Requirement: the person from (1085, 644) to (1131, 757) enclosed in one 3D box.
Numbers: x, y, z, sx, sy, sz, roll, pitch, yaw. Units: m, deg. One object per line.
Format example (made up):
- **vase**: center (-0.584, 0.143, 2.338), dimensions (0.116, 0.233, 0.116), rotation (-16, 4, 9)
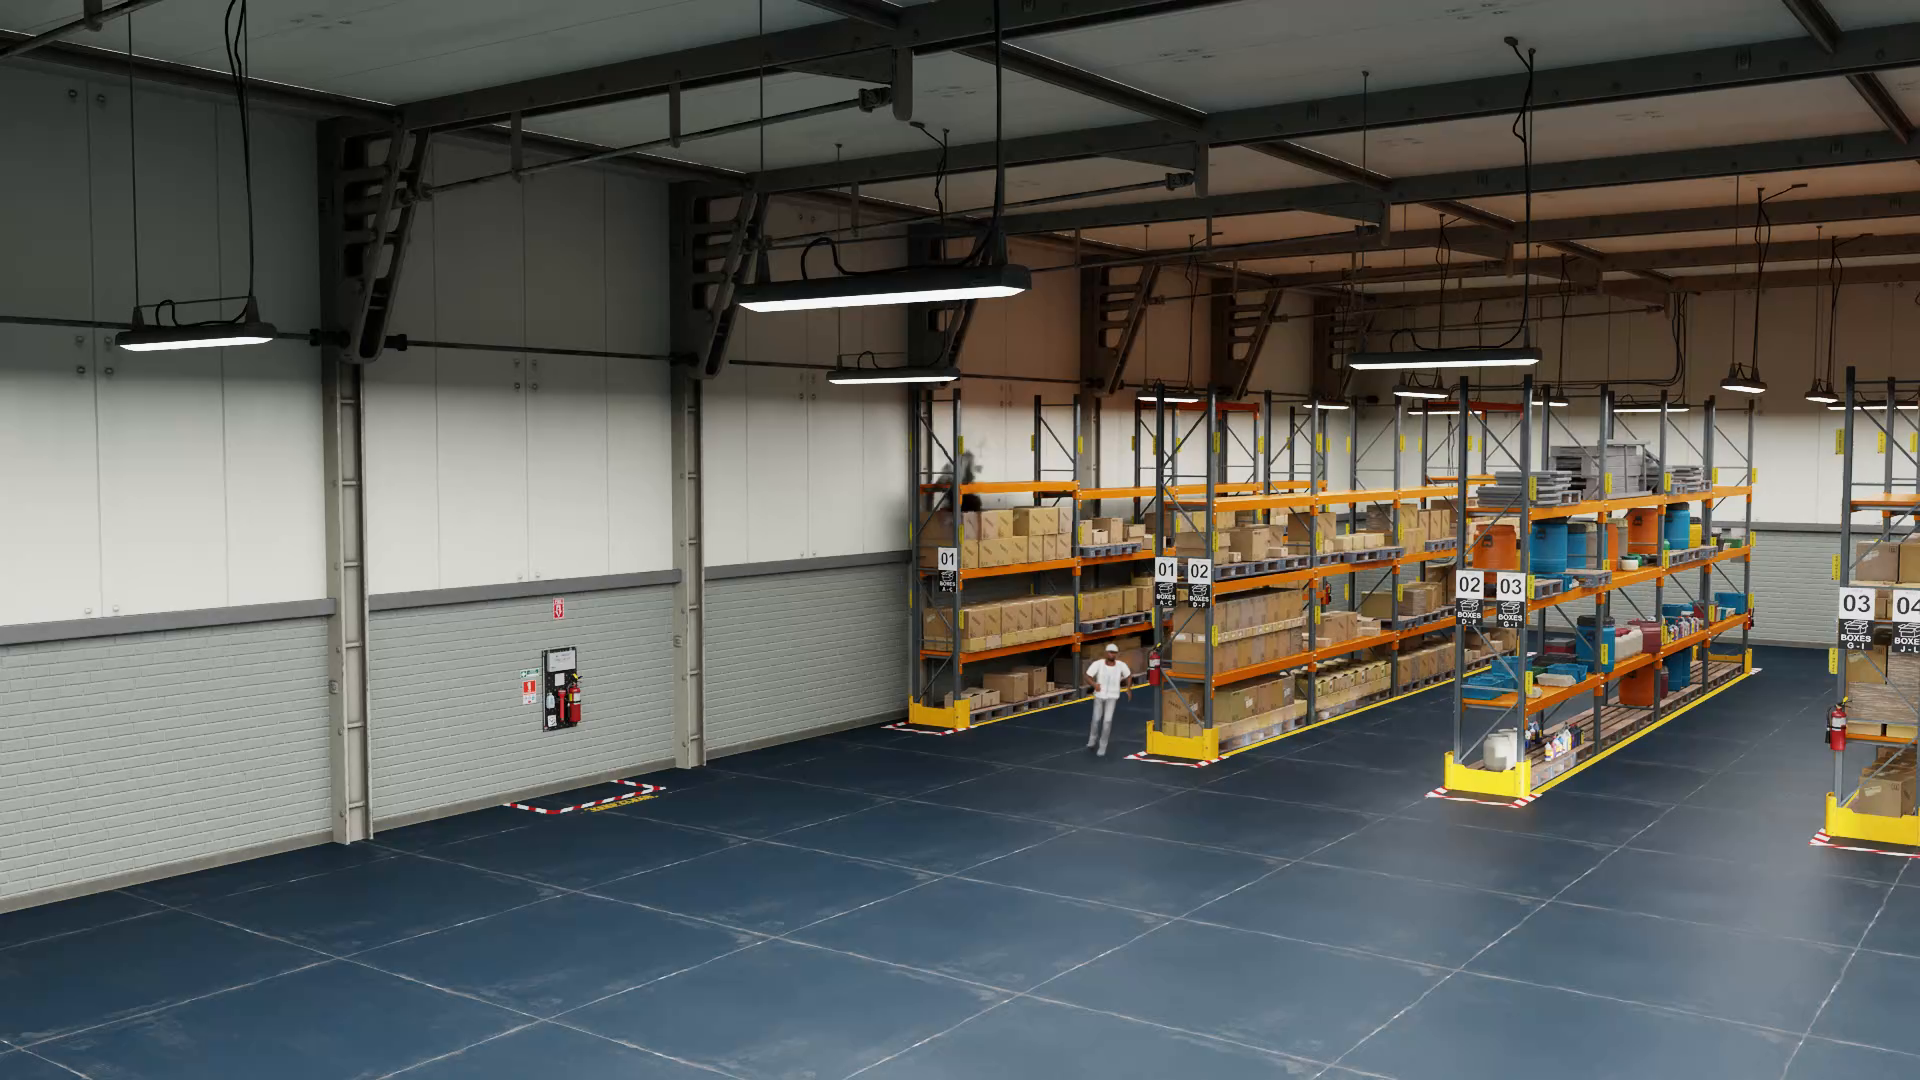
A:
- **person**: center (2.406, 2.579, 27.046), dimensions (0.765, 1.791, 0.805), rotation (0, 3, 5)
